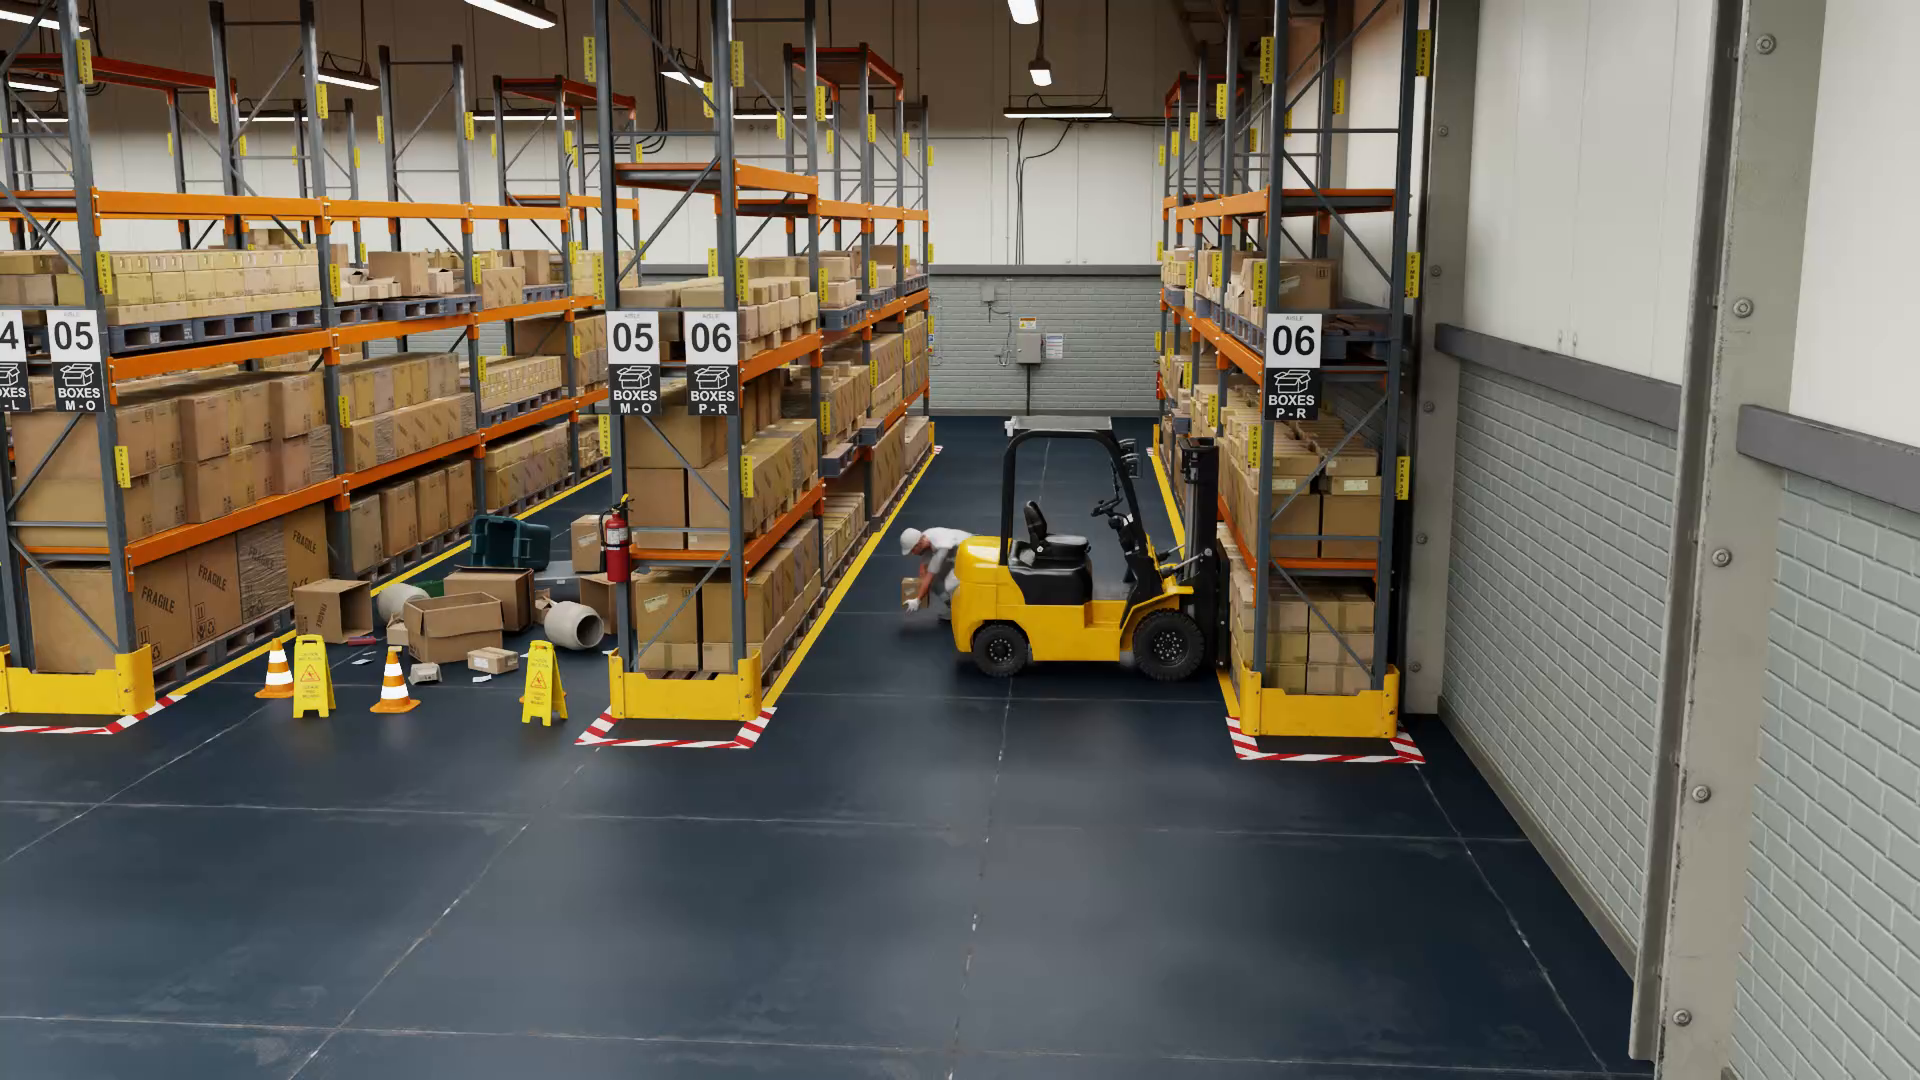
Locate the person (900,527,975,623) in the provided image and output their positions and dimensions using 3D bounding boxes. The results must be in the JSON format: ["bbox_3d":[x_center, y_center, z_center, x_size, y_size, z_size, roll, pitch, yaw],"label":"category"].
[{"bbox_3d":[-0.157,0.336,16.271,0.947,0.978,0.534,-5,12,-27],"label":"person"}]
